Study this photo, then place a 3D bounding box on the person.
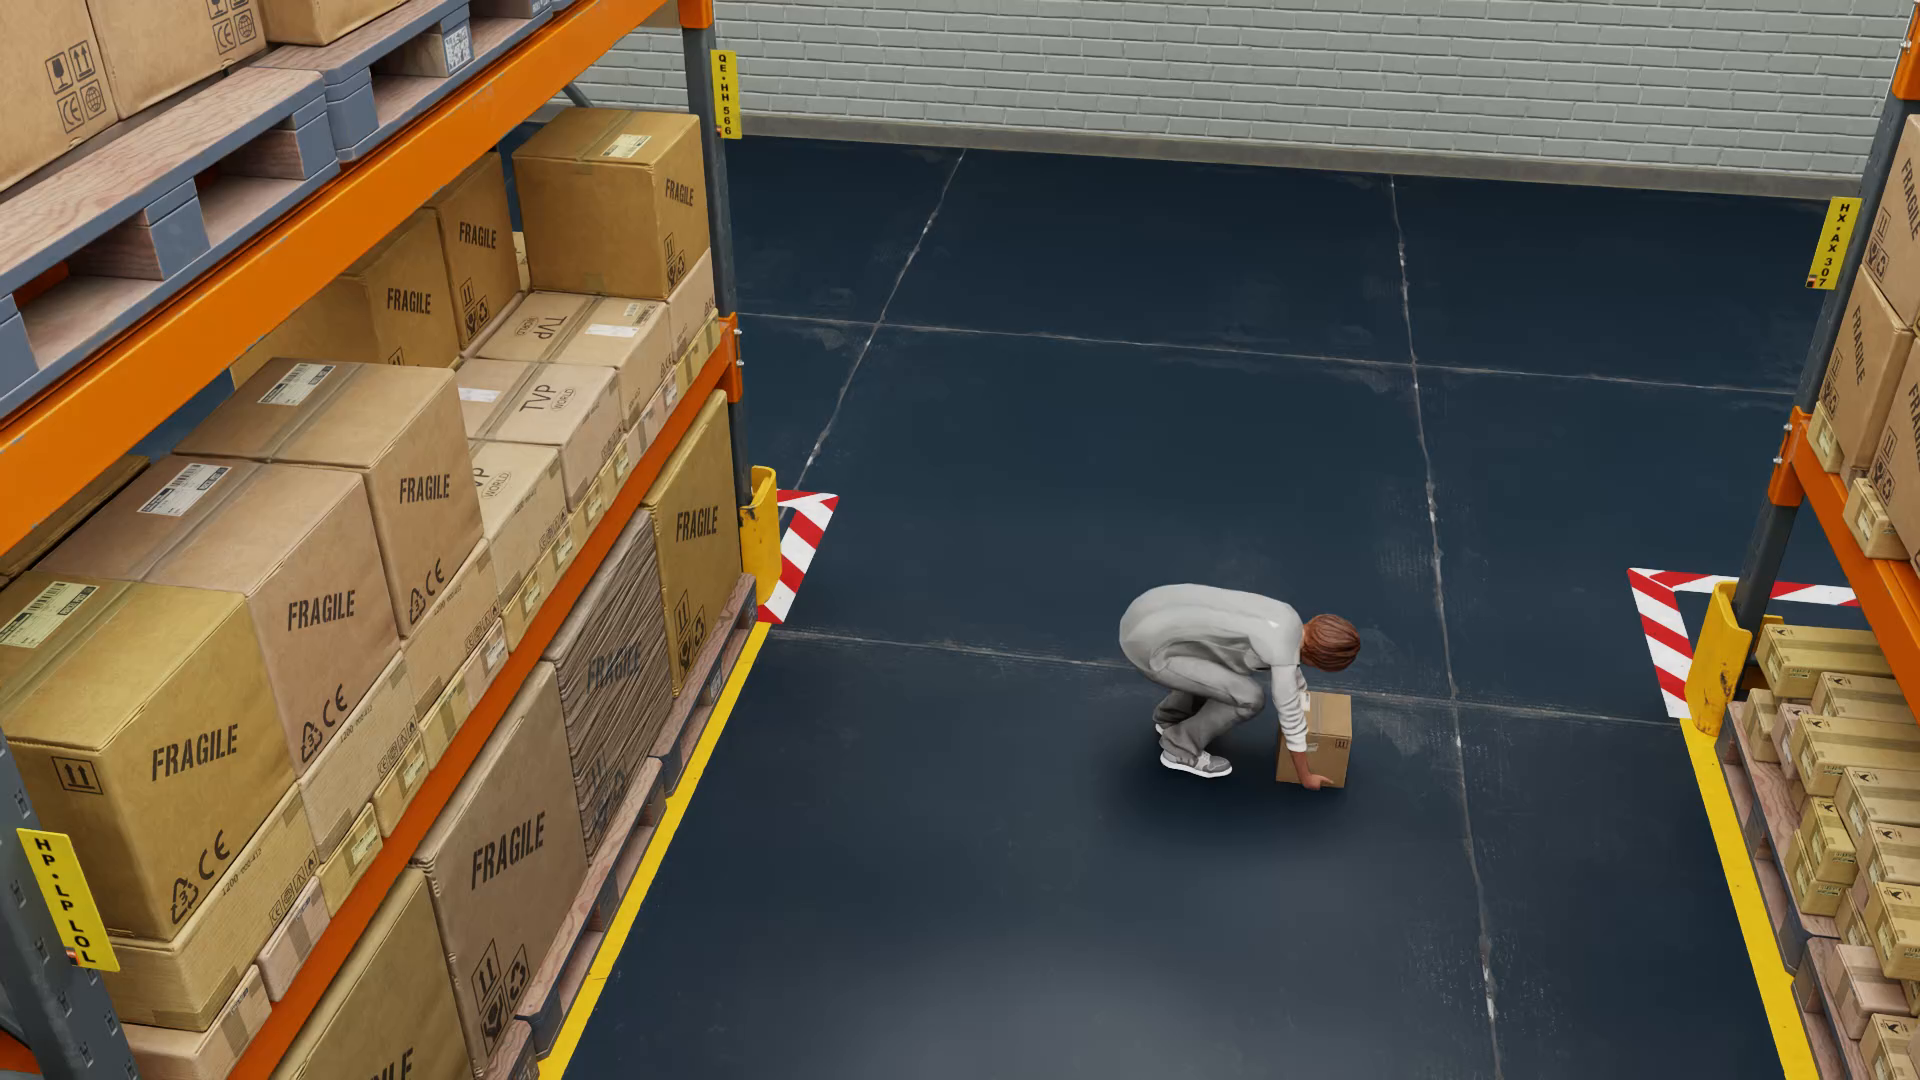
[{"bbox_3d":[0.948,0.532,6.164,0.714,0.688,0.396,4,33,7],"label":"person"}]
